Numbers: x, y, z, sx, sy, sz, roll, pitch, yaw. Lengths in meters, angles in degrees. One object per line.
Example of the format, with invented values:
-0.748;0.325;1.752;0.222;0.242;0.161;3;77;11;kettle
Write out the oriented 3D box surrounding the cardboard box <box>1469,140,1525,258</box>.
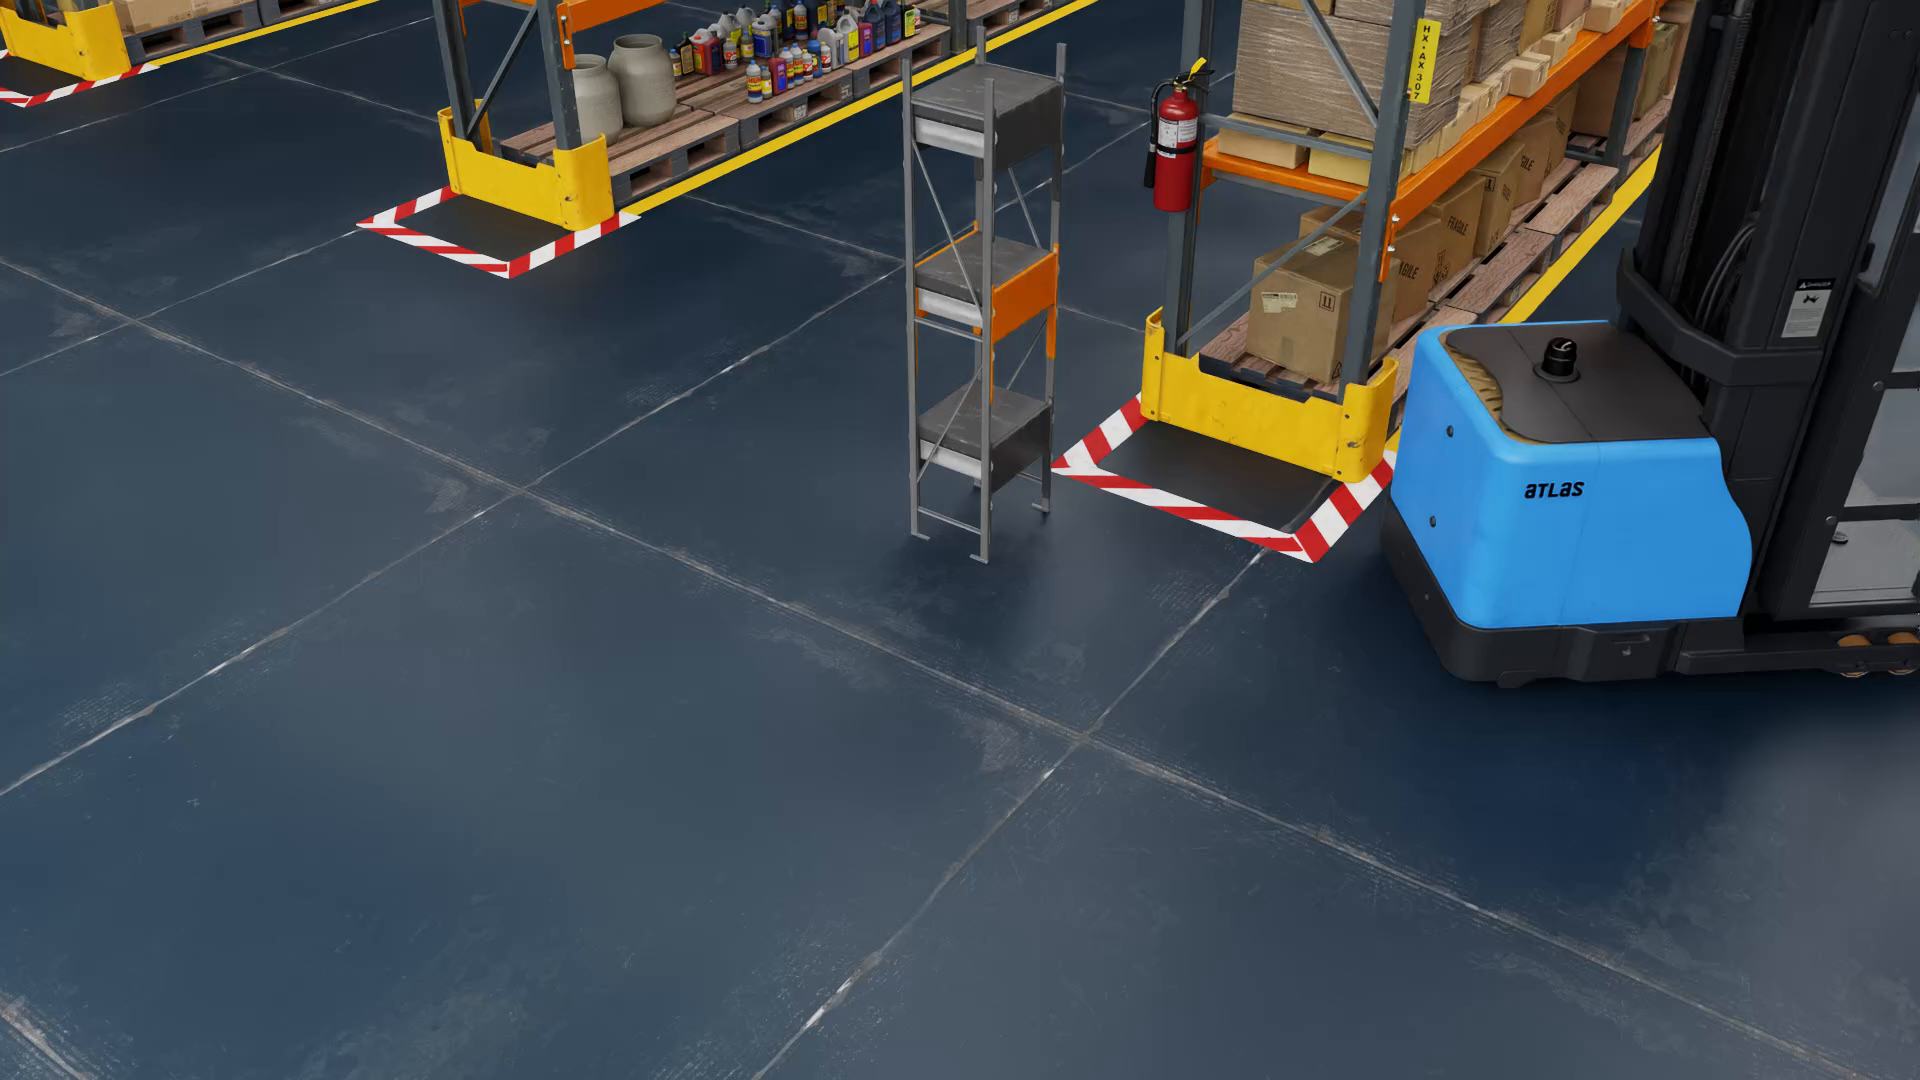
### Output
2.804;-1.950;9.312;0.500;0.500;0.500;18;38;24;cardboard box

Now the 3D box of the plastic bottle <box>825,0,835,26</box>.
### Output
-1.010;-4.001;12.521;0.061;0.283;0.133;21;39;28;plastic bottle

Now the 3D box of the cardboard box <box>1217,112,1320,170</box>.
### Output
1.387;-1.812;7.476;0.380;0.149;0.250;21;39;28;cardboard box

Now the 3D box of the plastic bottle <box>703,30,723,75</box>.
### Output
-1.733;-3.417;11.657;0.061;0.283;0.133;21;39;28;plastic bottle

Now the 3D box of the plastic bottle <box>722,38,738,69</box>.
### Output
-1.629;-3.449;11.778;0.097;0.201;0.097;0;34;0;plastic bottle

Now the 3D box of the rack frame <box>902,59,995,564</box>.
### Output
-0.045;-0.834;6.608;0.400;2.100;0.015;21;39;28;rack frame

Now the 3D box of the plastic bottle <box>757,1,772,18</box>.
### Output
-1.431;-3.810;12.239;0.061;0.283;0.133;23;40;30;plastic bottle

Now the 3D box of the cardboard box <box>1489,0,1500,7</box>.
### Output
2.223;-2.692;7.305;0.500;0.500;0.500;21;39;28;cardboard box

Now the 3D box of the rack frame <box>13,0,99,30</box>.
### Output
-6.742;-4.885;11.796;1.000;3.000;0.127;21;39;28;rack frame

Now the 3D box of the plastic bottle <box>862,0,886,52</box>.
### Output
-0.634;-3.750;12.089;0.144;0.351;0.185;19;39;26;plastic bottle

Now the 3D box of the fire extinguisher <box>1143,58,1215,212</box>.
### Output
0.951;-1.781;7.275;0.296;0.674;0.183;21;39;28;fire extinguisher

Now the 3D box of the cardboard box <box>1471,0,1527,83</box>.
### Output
2.238;-2.613;8.081;0.875;0.500;0.500;21;39;28;cardboard box

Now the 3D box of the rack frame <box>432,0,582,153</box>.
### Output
-2.674;-3.301;9.453;1.000;3.000;0.127;21;39;28;rack frame

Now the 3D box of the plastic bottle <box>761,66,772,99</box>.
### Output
-1.326;-3.106;11.271;0.097;0.201;0.097;0;34;0;plastic bottle

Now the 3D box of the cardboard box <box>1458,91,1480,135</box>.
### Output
2.192;-2.011;7.770;0.380;0.149;0.250;21;39;28;cardboard box

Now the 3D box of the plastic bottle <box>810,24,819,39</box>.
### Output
-1.001;-3.534;11.830;0.061;0.283;0.133;21;39;28;plastic bottle

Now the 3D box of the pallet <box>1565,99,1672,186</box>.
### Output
4.118;-2.763;11.148;1.003;0.211;1.213;21;39;28;pallet

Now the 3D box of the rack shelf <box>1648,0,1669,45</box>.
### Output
4.816;-4.182;11.399;1.077;0.370;4.000;21;39;28;rack shelf

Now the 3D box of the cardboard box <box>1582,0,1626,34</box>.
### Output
3.401;-2.904;9.091;0.380;0.149;0.250;21;39;28;cardboard box

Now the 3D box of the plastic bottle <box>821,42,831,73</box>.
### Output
-0.958;-3.403;11.709;0.097;0.201;0.097;0;34;0;plastic bottle

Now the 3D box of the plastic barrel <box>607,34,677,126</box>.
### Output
-2.076;-3.002;10.858;0.421;0.512;0.421;0;34;0;plastic barrel

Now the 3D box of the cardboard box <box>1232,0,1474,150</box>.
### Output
1.731;-2.128;7.364;0.875;0.500;0.500;21;39;28;cardboard box

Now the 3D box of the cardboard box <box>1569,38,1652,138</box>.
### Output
4.043;-2.982;10.821;0.700;0.500;0.500;18;38;25;cardboard box

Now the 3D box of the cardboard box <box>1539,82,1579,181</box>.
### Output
3.414;-2.527;10.165;0.500;0.500;0.500;20;39;27;cardboard box

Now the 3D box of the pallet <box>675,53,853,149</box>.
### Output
-1.506;-3.127;11.686;1.003;0.211;1.213;21;39;28;pallet

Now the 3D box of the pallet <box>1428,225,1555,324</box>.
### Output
2.626;-1.520;9.310;1.003;0.211;1.213;21;39;28;pallet

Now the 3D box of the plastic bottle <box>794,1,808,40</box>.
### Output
-1.178;-3.849;12.307;0.097;0.271;0.097;0;34;0;plastic bottle

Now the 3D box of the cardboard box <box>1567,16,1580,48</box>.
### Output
3.041;-2.703;8.794;0.380;0.149;0.250;21;39;28;cardboard box

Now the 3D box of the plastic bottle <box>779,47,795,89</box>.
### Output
-1.189;-3.245;11.414;0.097;0.271;0.097;0;34;0;plastic bottle

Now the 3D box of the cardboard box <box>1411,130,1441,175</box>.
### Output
1.911;-1.779;7.427;0.380;0.149;0.250;21;39;28;cardboard box

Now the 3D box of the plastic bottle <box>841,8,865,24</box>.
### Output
-0.770;-3.755;12.163;0.152;0.276;0.135;21;39;28;plastic bottle

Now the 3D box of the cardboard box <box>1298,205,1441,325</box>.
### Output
2.077;-1.425;8.537;0.500;0.500;0.500;-25;41;-32;cardboard box

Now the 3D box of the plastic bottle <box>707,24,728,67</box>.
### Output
-1.742;-3.511;11.803;0.152;0.276;0.135;20;39;27;plastic bottle

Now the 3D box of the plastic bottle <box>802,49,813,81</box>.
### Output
-1.076;-3.308;11.569;0.097;0.201;0.097;0;34;0;plastic bottle

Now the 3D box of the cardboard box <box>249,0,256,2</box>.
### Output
-5.686;-4.557;13.390;0.500;0.250;0.500;21;39;28;cardboard box

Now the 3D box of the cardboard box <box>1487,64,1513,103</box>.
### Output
2.460;-2.247;8.120;0.380;0.149;0.250;21;39;28;cardboard box

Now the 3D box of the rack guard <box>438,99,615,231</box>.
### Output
-2.670;-2.315;10.228;1.175;0.500;0.348;21;39;28;rack guard

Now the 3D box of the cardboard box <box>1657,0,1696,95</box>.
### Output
4.649;-3.453;11.517;0.700;0.500;0.500;18;38;24;cardboard box

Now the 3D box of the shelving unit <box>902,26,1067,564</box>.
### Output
0.094;-0.946;6.774;0.431;2.100;0.503;21;39;28;shelving unit

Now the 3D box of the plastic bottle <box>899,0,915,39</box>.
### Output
-0.397;-3.872;12.330;0.061;0.283;0.133;23;41;30;plastic bottle

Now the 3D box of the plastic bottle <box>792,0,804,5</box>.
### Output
-1.195;-3.988;12.441;0.144;0.351;0.185;22;40;29;plastic bottle

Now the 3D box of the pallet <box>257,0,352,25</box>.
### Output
-5.644;-4.654;13.944;1.003;0.211;1.213;21;39;28;pallet

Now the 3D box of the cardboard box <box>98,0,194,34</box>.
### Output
-6.253;-4.095;12.708;0.500;0.250;0.500;21;39;28;cardboard box

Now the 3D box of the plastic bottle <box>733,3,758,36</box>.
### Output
-1.545;-3.705;12.023;0.144;0.351;0.185;21;39;28;plastic bottle

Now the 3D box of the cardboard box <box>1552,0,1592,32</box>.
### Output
2.851;-3.056;8.736;0.875;0.500;0.500;21;39;28;cardboard box

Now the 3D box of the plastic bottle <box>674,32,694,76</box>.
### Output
-1.936;-3.403;11.636;0.061;0.283;0.133;22;40;29;plastic bottle

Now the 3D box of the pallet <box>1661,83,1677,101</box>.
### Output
4.813;-3.327;11.981;1.003;0.211;1.213;21;39;28;pallet

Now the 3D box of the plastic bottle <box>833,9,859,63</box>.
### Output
-0.818;-3.601;11.870;0.144;0.351;0.185;21;39;28;plastic bottle

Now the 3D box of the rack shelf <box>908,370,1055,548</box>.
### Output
0.094;-0.355;7.174;0.431;0.518;0.480;21;39;28;rack shelf

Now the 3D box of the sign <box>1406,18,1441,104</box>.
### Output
1.840;-1.904;6.615;0.100;0.325;0.005;21;39;28;sign

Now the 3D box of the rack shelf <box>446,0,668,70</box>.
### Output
-1.534;-3.923;11.016;1.077;0.370;4.000;21;39;28;rack shelf

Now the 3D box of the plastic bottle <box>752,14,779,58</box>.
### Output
-1.409;-3.638;11.991;0.152;0.276;0.135;21;39;28;plastic bottle

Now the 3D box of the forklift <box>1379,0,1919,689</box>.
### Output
3.336;-0.974;6.074;3.031;2.935;1.130;-3;34;-4;forklift

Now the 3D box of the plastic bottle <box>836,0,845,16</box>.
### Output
-0.936;-4.187;12.807;0.097;0.271;0.097;0;34;0;plastic bottle

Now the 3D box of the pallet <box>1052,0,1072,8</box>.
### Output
0.717;-4.924;14.343;1.003;0.211;1.213;21;39;28;pallet

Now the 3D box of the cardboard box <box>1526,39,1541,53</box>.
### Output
2.721;-2.487;8.473;0.380;0.149;0.250;21;39;28;cardboard box
